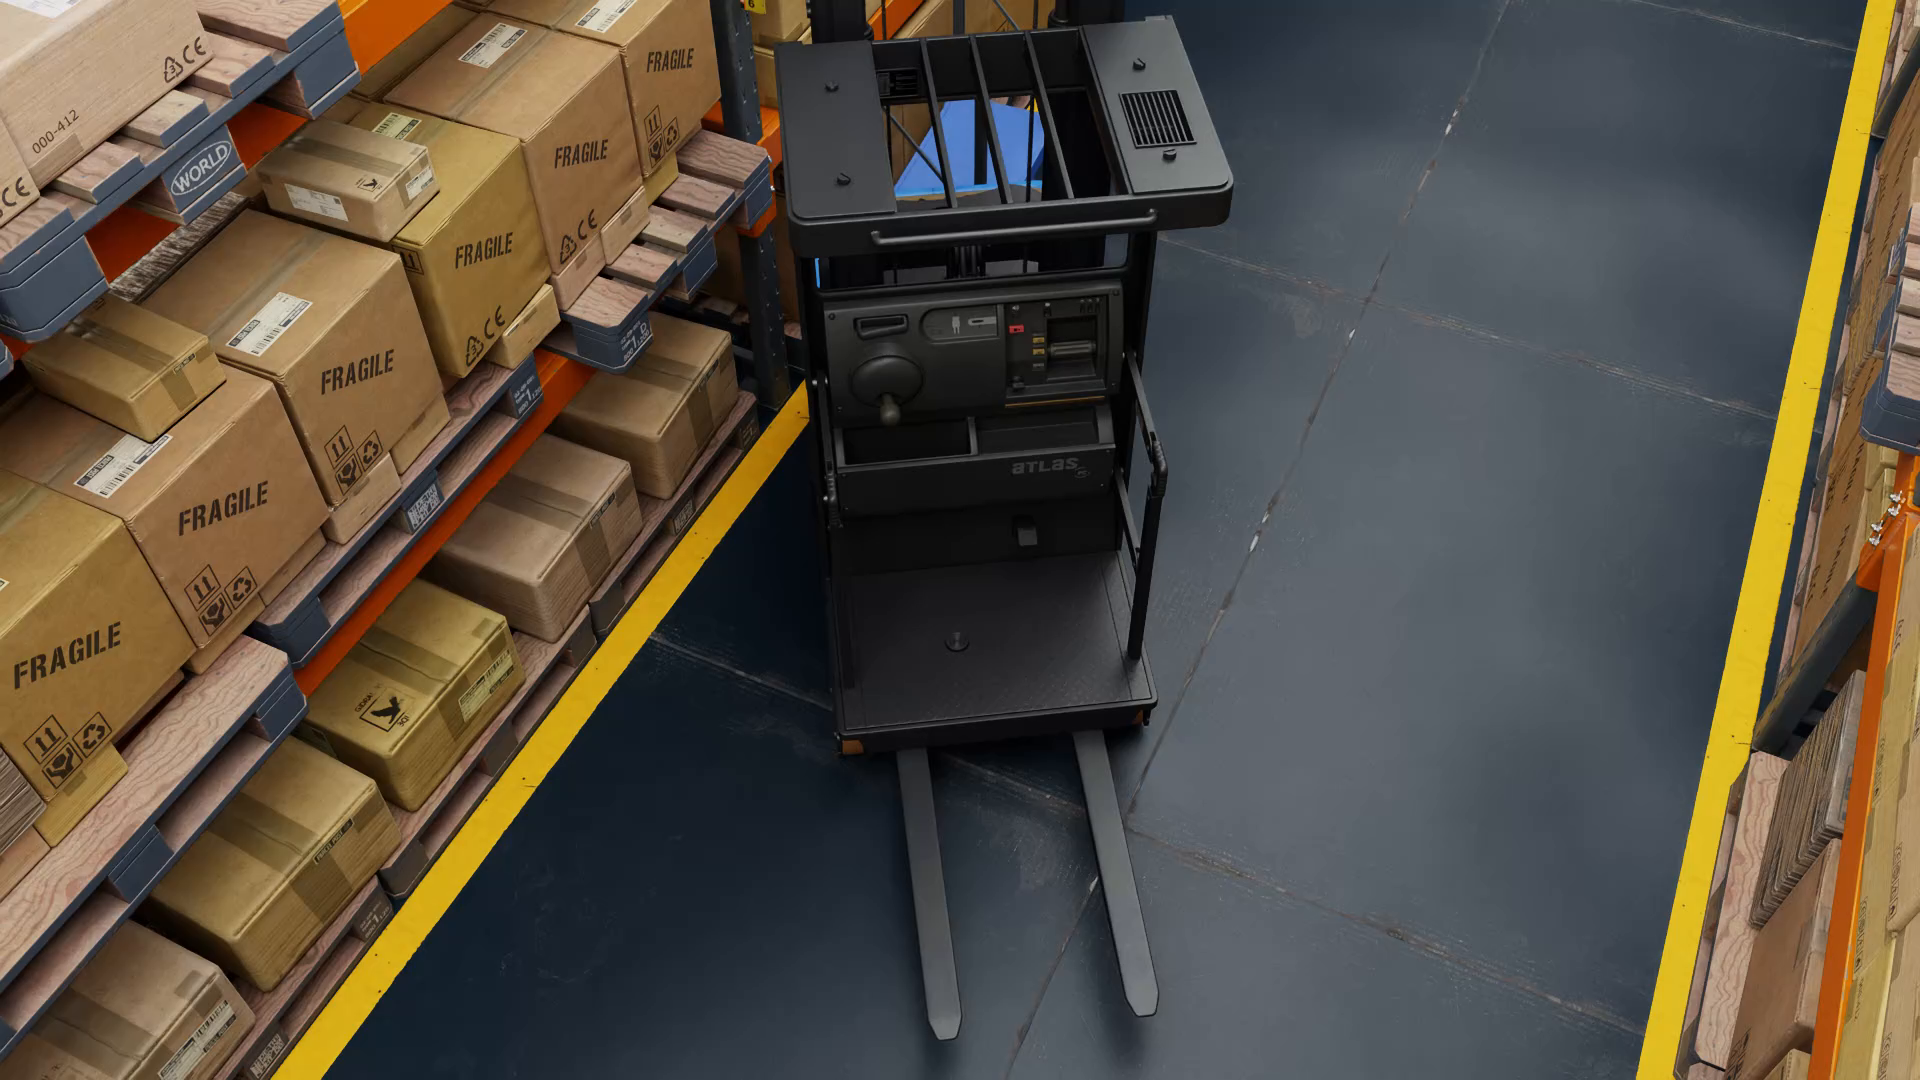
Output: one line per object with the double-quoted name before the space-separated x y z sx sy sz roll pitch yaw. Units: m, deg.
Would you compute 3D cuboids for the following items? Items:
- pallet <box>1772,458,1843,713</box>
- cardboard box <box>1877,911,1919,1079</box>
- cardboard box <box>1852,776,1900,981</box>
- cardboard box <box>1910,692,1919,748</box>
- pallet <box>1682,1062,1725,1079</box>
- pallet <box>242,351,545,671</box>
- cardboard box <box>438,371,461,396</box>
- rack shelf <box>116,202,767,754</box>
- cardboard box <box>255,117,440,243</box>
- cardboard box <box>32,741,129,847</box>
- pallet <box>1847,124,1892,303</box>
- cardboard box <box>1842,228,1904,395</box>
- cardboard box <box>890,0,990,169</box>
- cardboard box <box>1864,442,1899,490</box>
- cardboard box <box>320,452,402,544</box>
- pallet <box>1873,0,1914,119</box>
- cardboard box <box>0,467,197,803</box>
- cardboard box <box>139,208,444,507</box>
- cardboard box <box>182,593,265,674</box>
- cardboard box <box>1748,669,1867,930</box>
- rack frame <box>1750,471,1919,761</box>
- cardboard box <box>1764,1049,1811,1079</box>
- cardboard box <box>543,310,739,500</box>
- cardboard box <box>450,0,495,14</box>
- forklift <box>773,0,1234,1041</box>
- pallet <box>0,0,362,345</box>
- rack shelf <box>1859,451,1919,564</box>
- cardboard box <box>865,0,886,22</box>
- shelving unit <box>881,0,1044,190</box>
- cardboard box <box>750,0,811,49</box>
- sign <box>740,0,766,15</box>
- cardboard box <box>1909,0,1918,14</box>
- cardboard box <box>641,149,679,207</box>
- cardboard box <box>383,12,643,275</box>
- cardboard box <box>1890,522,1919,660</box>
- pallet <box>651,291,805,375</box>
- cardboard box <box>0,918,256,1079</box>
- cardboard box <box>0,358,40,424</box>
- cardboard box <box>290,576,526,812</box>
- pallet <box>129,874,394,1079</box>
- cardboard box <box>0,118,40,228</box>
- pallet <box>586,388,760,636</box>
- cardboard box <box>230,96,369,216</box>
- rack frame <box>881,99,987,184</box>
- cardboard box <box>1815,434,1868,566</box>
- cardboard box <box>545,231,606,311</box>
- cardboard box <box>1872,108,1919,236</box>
"pallet" 3.647 0.301 6.171 1.003 0.211 1.213 20 52 16
"cardboard box" 2.233 1.070 3.455 0.500 0.250 0.500 20 53 17
"cardboard box" 2.450 0.875 3.949 0.500 0.250 0.500 18 52 15
"cardboard box" 2.668 0.356 4.063 0.500 0.250 0.500 21 53 17
"pallet" 2.384 2.194 4.560 1.003 0.211 1.213 20 52 16
"pallet" -2.004 -0.275 4.956 1.003 0.211 1.213 20 52 16
"cardboard box" -1.680 -0.573 4.972 0.380 0.149 0.250 20 53 16
"rack shelf" -2.050 -0.103 5.156 1.077 0.370 4.000 20 52 16
"cardboard box" -1.639 -0.971 4.459 0.380 0.149 0.250 18 52 14
"cardboard box" -2.268 0.539 4.026 0.380 0.149 0.250 21 53 17
"pallet" 4.689 -1.380 7.601 1.003 0.211 1.213 20 52 16
"cardboard box" 3.930 -0.855 6.688 0.500 0.500 0.500 18 52 15
"cardboard box" -0.441 -2.223 7.606 0.875 0.875 0.875 20 53 17
"cardboard box" 3.364 -0.258 5.755 0.380 0.149 0.250 17 52 14
"cardboard box" -1.801 -0.180 4.638 0.380 0.149 0.250 22 53 17
"pallet" 5.297 -2.425 8.490 1.003 0.211 1.213 20 52 16
"cardboard box" -2.231 0.201 3.888 0.500 0.500 0.500 20 52 16
"cardboard box" -1.798 -0.492 4.478 0.500 0.500 0.500 18 52 15
"cardboard box" -2.068 0.156 4.352 0.380 0.149 0.250 21 53 17
"cardboard box" 3.015 0.957 5.065 0.875 0.625 0.625 21 53 17
"rack frame" 3.294 -0.101 4.682 1.000 3.000 0.127 20 52 16
"cardboard box" 2.456 1.873 4.285 0.875 0.625 0.625 18 52 15
"cardboard box" -1.446 -0.613 6.566 0.950 0.372 0.625 17 52 14
"cardboard box" -1.597 -1.744 5.543 0.500 0.500 0.500 18 52 15
"forklift" 0.077 -0.477 5.047 1.130 2.935 3.031 -5 50 -5
"pallet" -2.104 -0.976 3.580 1.213 0.211 1.003 20 52 16
"rack shelf" 4.148 -1.245 6.128 1.077 0.370 4.000 20 52 16
"cardboard box" -0.556 -2.280 6.634 0.500 0.250 0.500 18 52 15
"shelving unit" 0.037 -1.651 6.985 0.538 1.500 1.048 15 51 13
"cardboard box" -0.756 -2.096 6.149 0.500 0.250 0.500 19 52 16
"sign" -0.701 -1.893 5.498 0.100 0.325 0.005 20 52 16
"cardboard box" 5.128 -2.831 8.524 0.396 0.266 0.258 22 53 17
"cardboard box" -1.172 -1.258 5.555 0.380 0.149 0.250 21 53 17
"cardboard box" -1.349 -1.216 5.093 0.500 0.500 0.500 19 52 16
"cardboard box" 2.883 0.173 4.547 0.500 0.250 0.500 20 52 16
"pallet" -0.791 -1.329 7.557 1.003 0.211 1.213 20 52 16
"cardboard box" -2.683 1.394 4.859 0.950 0.372 0.625 20 53 17
"cardboard box" -2.478 -0.312 4.325 0.500 0.500 0.500 21 53 17
"cardboard box" -2.083 0.419 5.689 0.950 0.372 0.625 21 53 17
"pallet" -2.573 1.408 5.229 1.003 0.211 1.213 20 52 16
"cardboard box" -2.077 -0.640 2.994 0.500 0.250 0.500 19 52 16
"pallet" -1.531 -0.273 6.658 1.003 0.211 1.213 20 52 16
"cardboard box" -2.034 -1.015 4.923 0.500 0.500 0.500 21 53 17
"rack frame" -0.136 -1.287 6.675 0.500 1.500 0.032 15 51 13
"cardboard box" 3.503 -0.130 6.071 0.500 0.500 0.500 19 52 16
"cardboard box" -1.354 -0.899 5.250 0.380 0.149 0.250 18 52 14
"cardboard box" 4.374 -1.552 7.282 0.500 0.500 0.500 19 52 16
